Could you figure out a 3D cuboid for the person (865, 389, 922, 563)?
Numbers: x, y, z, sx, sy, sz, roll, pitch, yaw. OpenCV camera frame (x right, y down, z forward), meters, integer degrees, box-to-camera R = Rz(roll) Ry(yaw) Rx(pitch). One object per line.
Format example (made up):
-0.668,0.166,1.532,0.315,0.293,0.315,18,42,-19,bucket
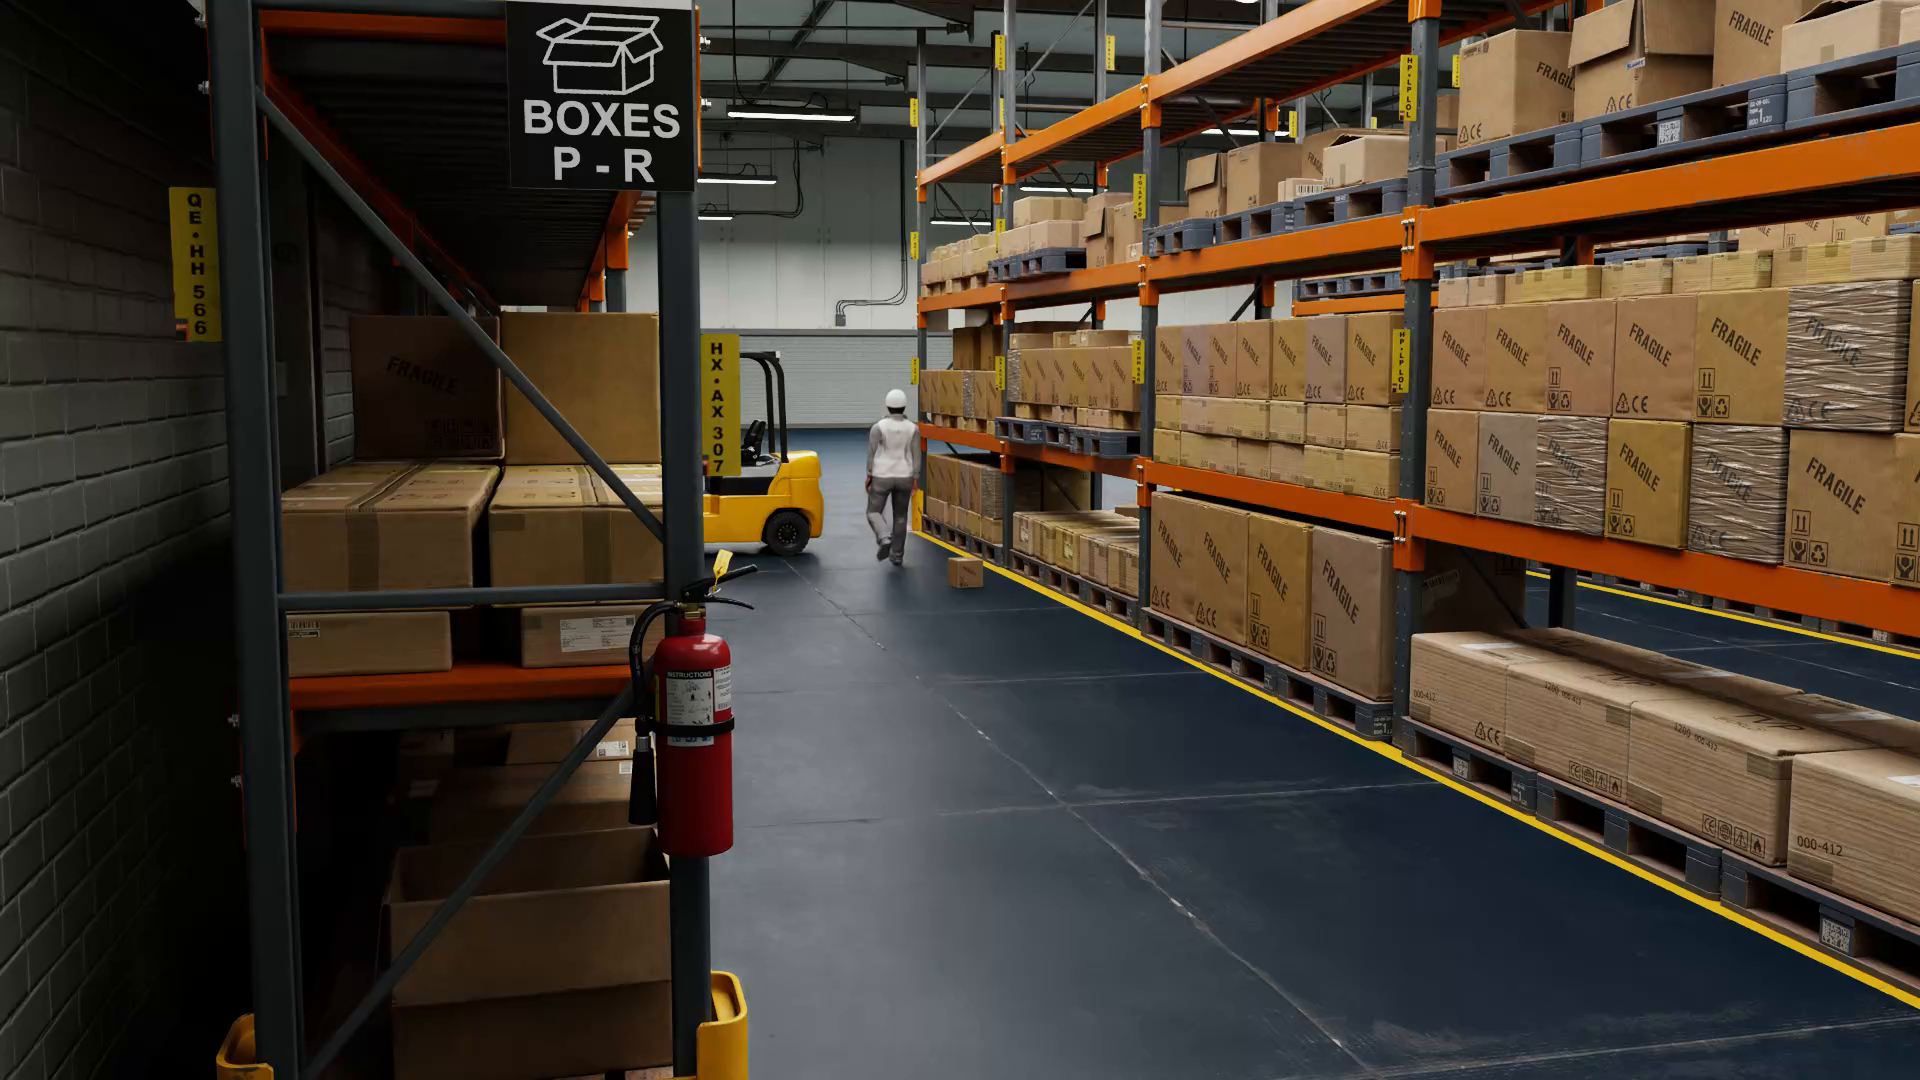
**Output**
-0.678,-0.629,16.619,0.549,1.756,0.741,-2,6,-18,person
